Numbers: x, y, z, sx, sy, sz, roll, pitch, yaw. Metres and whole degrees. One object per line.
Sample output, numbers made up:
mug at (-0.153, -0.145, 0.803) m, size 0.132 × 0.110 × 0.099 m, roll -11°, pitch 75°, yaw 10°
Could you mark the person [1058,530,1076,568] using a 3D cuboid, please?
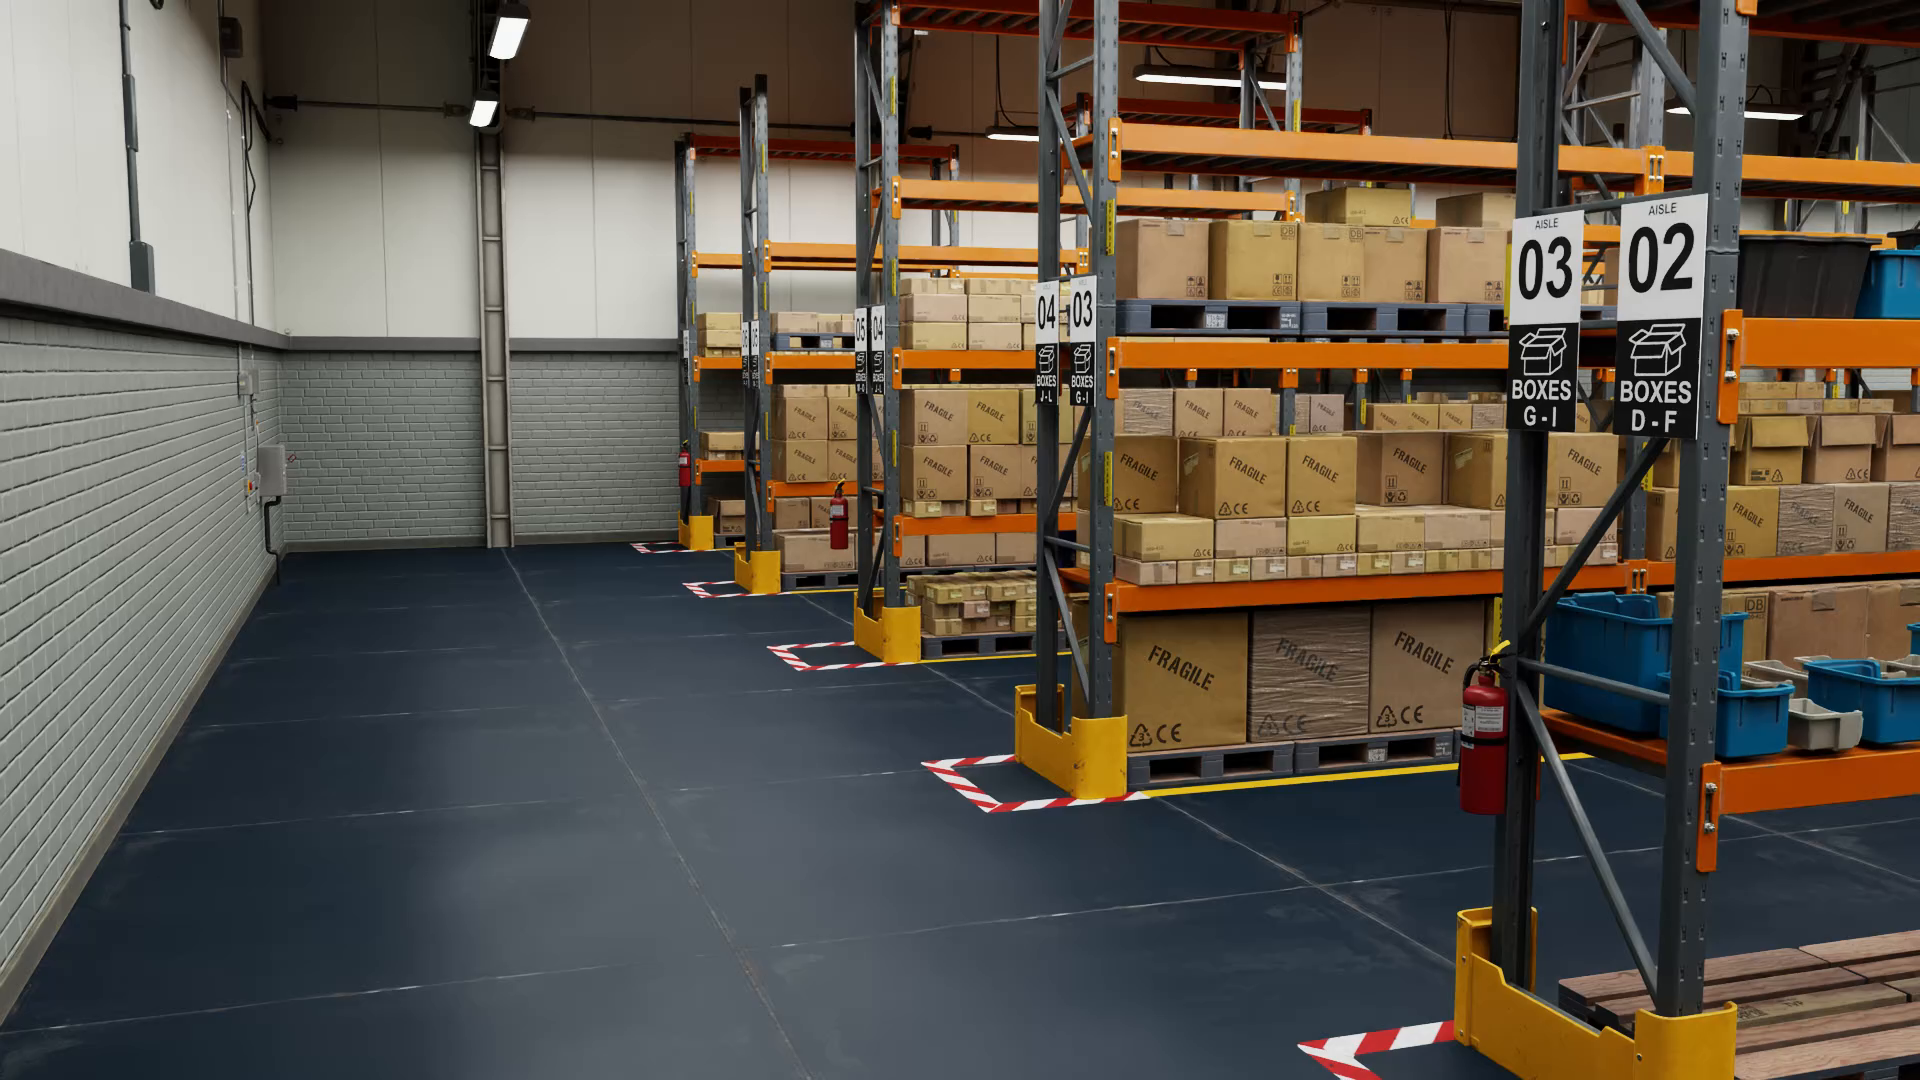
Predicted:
person at (1.330, -0.121, 18.736) m, size 0.729 × 1.628 × 0.636 m, roll -2°, pitch 6°, yaw -22°
